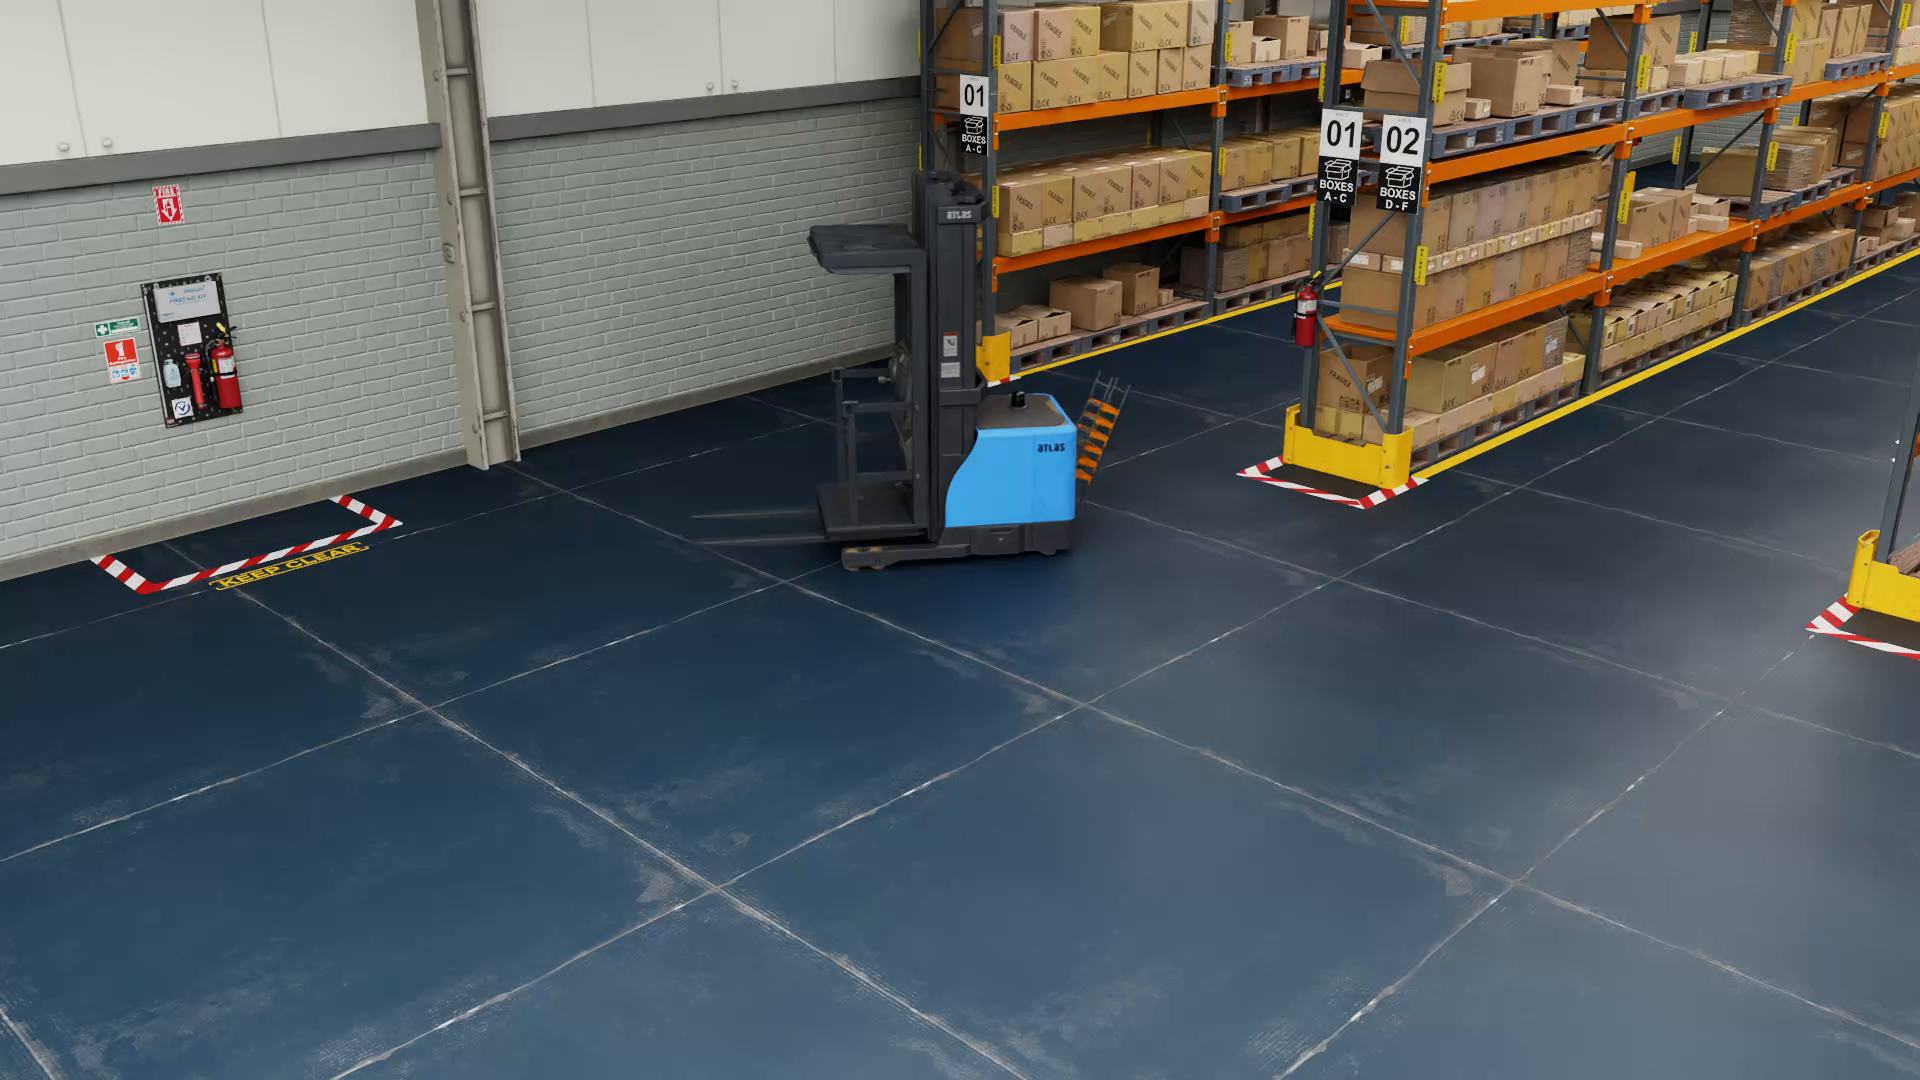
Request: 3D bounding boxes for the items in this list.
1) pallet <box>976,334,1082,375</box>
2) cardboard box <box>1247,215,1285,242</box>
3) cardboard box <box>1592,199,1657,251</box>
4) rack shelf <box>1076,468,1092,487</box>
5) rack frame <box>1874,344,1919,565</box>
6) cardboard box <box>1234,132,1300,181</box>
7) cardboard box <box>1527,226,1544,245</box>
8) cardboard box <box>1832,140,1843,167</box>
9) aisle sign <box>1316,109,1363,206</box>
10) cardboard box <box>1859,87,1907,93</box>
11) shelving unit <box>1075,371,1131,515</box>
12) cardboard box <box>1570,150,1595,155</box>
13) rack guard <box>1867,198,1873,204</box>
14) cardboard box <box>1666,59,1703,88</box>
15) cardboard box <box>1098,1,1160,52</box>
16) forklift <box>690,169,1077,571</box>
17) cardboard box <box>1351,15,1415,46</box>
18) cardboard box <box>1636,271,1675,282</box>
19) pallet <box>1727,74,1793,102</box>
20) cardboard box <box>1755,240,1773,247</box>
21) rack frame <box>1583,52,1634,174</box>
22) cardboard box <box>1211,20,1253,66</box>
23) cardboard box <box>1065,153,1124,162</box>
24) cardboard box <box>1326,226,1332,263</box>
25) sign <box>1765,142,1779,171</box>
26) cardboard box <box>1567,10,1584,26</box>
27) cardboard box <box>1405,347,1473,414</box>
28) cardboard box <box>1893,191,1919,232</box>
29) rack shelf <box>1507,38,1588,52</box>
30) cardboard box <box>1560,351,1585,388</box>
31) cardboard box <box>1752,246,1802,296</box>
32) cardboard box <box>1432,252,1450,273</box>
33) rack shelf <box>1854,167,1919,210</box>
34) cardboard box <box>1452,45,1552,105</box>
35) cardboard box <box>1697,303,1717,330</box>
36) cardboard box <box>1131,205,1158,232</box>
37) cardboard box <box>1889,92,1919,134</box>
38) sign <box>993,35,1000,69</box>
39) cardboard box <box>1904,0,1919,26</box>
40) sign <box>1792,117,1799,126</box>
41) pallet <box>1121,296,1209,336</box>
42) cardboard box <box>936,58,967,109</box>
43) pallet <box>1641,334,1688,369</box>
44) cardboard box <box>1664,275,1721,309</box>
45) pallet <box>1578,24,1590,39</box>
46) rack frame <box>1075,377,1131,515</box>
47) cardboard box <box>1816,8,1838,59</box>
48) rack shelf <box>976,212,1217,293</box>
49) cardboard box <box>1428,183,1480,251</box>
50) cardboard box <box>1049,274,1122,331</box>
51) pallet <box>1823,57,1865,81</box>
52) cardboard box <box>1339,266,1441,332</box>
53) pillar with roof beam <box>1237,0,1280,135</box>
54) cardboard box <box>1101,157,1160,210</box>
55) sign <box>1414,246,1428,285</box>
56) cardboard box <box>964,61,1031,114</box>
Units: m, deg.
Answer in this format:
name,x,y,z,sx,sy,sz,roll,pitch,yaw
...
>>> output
name,x,y,z,sx,sy,sz,roll,pitch,yaw
pallet,0.625,-2.194,18.988,1.003,0.211,1.213,19,28,41
cardboard box,3.937,-4.135,21.977,0.500,0.250,0.500,18,28,39
cardboard box,7.237,-3.441,18.206,0.500,0.500,0.500,-18,27,-38
rack shelf,0.975,-0.556,14.104,0.180,0.103,0.258,16,12,-29
rack frame,7.078,-0.796,11.466,1.000,3.000,0.127,19,28,41
cardboard box,3.982,-4.997,21.643,0.500,0.500,0.700,-16,26,-35
cardboard box,5.399,-2.965,16.065,0.250,0.149,0.380,-19,28,-41
cardboard box,12.068,-5.361,23.203,0.500,0.500,0.500,-20,28,-41
aisle sign,3.276,-3.307,14.375,0.394,0.787,0.004,19,28,41
cardboard box,13.483,-6.352,24.386,0.500,0.500,0.500,-20,29,-41
shelving unit,1.080,-0.815,14.052,0.189,1.200,0.258,16,12,-29
cardboard box,10.669,-6.598,28.555,0.380,0.149,0.250,20,28,41
rack guard,14.641,-4.964,25.792,1.175,0.500,0.348,19,28,41
cardboard box,7.700,-5.068,18.021,0.500,0.250,0.500,16,26,36
cardboard box,1.884,-5.750,18.612,0.500,0.500,0.500,18,27,39
forklift,-0.639,-1.333,12.958,3.031,2.935,1.130,-3,21,-8
cardboard box,5.852,-7.121,22.988,0.700,0.500,0.500,17,27,37
cardboard box,8.177,-3.070,19.846,0.500,0.311,0.500,18,28,39
pallet,8.703,-5.209,19.028,1.003,0.211,1.213,-19,28,-40
cardboard box,10.320,-3.701,21.893,0.500,0.500,0.500,18,27,39
rack frame,11.142,-7.389,28.617,1.000,3.000,0.127,19,28,41
cardboard box,3.209,-6.068,20.274,0.500,0.500,0.500,-15,26,-35
cardboard box,1.578,-4.266,19.629,0.500,0.500,0.500,-19,28,-41
cardboard box,4.653,-4.070,22.853,0.700,0.500,0.500,19,28,41
sign,9.513,-4.496,19.477,0.100,0.325,0.005,19,28,41
cardboard box,9.388,-8.173,25.960,0.500,0.250,0.500,18,28,40
cardboard box,4.413,-1.511,15.527,0.500,0.500,0.500,19,28,41
cardboard box,14.491,-4.987,25.240,0.500,0.500,0.500,19,28,41
rack shelf,9.747,-7.939,26.871,1.077,0.370,4.000,19,28,41
cardboard box,6.155,-1.804,17.334,0.500,0.250,0.500,19,28,41
cardboard box,10.350,-3.441,21.218,0.500,0.500,0.500,19,28,40
cardboard box,4.142,-2.502,14.860,0.380,0.149,0.250,18,28,39
rack shelf,13.298,-5.300,24.186,1.077,0.370,4.000,19,28,41
cardboard box,5.083,-4.383,15.693,0.637,0.503,0.797,-16,26,-36
cardboard box,8.563,-2.676,19.604,0.500,0.250,0.500,19,28,40
cardboard box,1.964,-3.787,19.427,0.500,0.250,0.500,19,28,40
cardboard box,13.512,-6.084,23.689,0.500,0.500,0.500,-19,28,-40
sign,0.369,-4.948,16.869,0.100,0.325,0.005,19,28,41
cardboard box,12.665,-7.263,22.576,0.700,0.500,0.500,19,28,41
sign,11.509,-5.660,22.912,0.100,0.325,0.005,19,28,41
pallet,2.327,-2.821,20.620,1.003,0.211,1.213,19,28,41
cardboard box,0.090,-4.903,17.801,0.500,0.500,0.500,-18,27,-38
pallet,7.660,-2.278,19.207,1.003,0.211,1.213,19,28,41
cardboard box,8.566,-2.936,19.499,0.500,0.311,0.500,19,28,40
pallet,9.781,-8.239,26.772,1.003,0.211,1.213,19,28,41
rack frame,1.157,-0.793,14.096,0.006,1.200,0.240,16,12,-29
cardboard box,10.571,-6.357,20.887,0.600,0.600,0.600,18,27,39
rack shelf,1.375,-3.454,19.384,1.077,0.370,4.000,19,28,41
cardboard box,4.267,-2.956,15.138,0.700,0.500,0.500,18,28,39
cardboard box,1.473,-2.793,19.530,0.700,0.500,0.500,17,27,37
pallet,10.677,-6.017,21.129,1.213,0.211,1.003,19,28,41
cardboard box,3.867,-2.201,14.980,0.700,0.500,0.500,19,28,41
pillar with roof beam,7.119,-6.938,19.081,9.100,9.000,0.400,19,28,41
cardboard box,1.959,-4.138,19.296,0.500,0.500,0.500,18,28,39
sign,3.925,-2.338,14.159,0.100,0.325,0.005,19,28,41
cardboard box,0.393,-4.756,17.418,0.500,0.500,0.500,-19,28,-41
